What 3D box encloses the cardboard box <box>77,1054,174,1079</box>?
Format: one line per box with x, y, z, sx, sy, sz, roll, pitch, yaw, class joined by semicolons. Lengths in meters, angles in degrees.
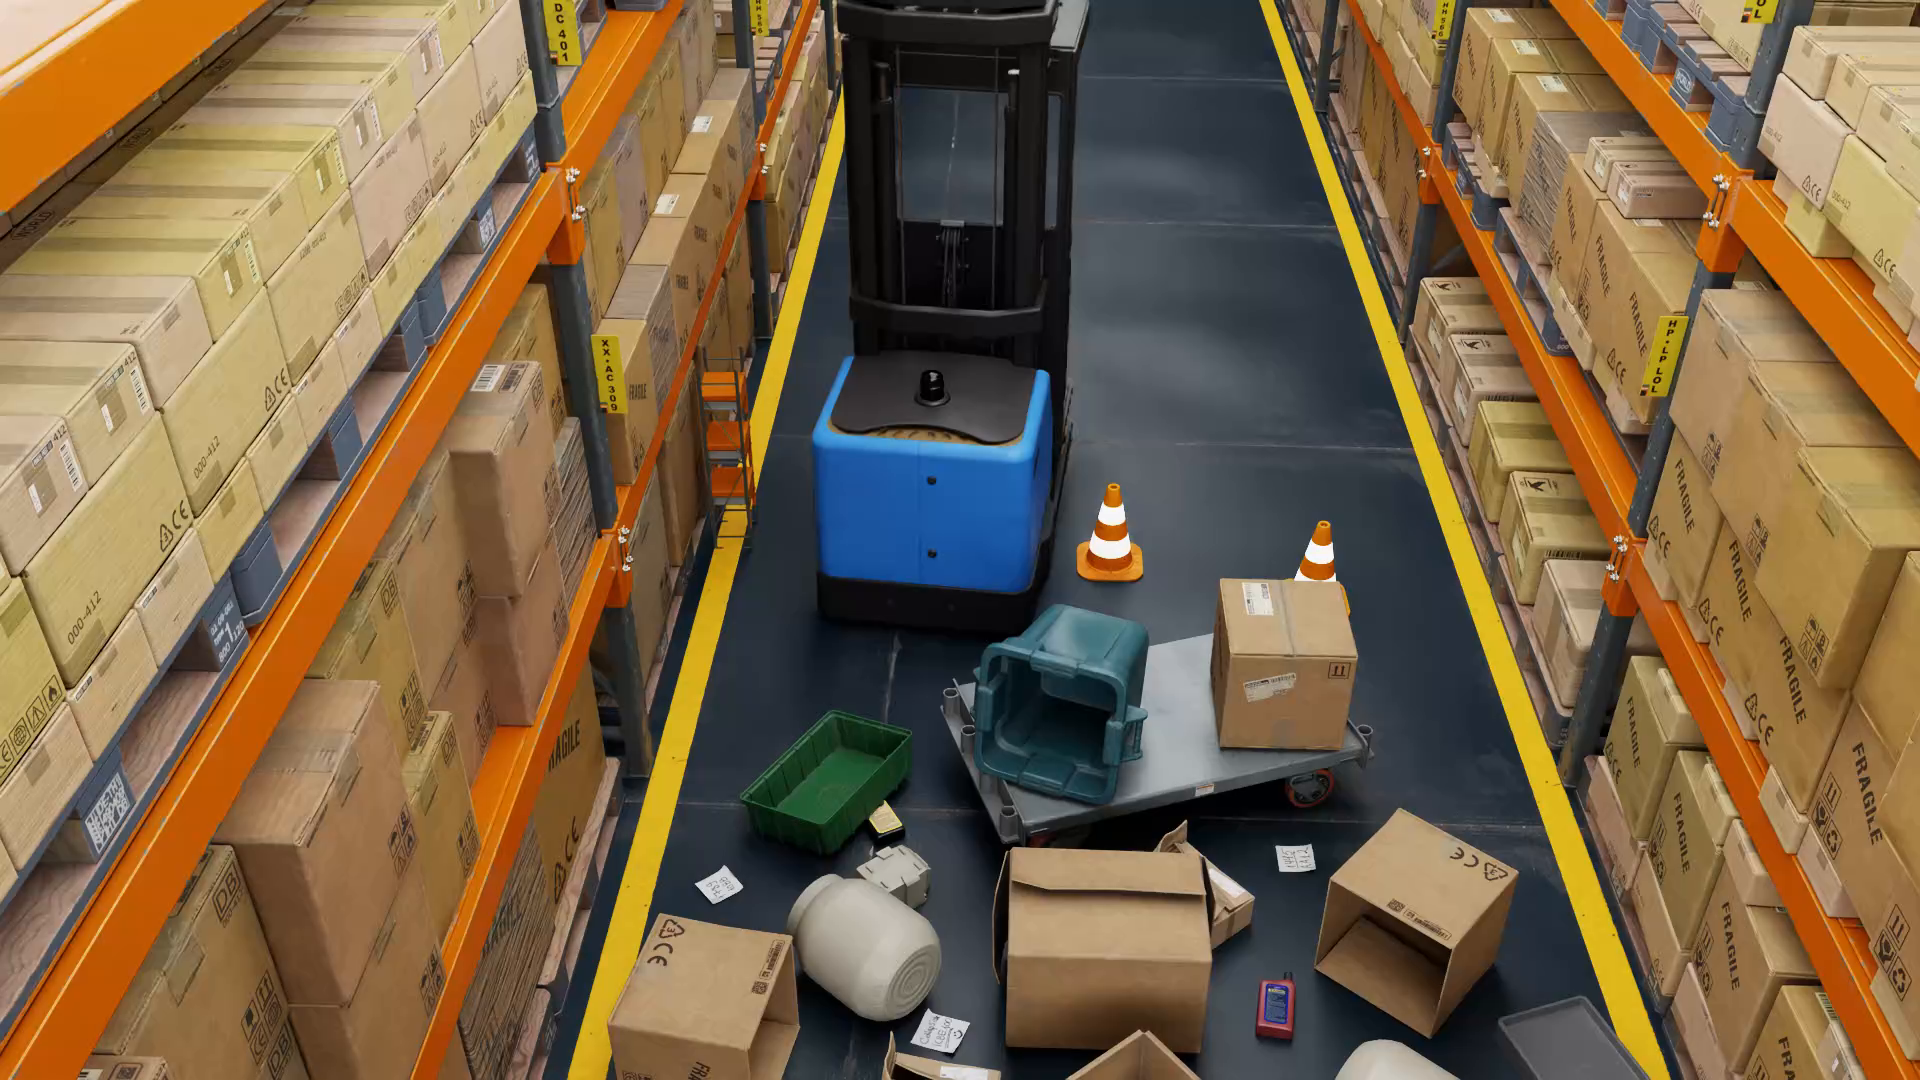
-1.953;1.348;3.100;0.875;0.550;0.550;1;35;2;cardboard box

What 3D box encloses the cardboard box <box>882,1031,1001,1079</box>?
-0.075;1.914;5.742;0.396;0.266;0.258;7;36;10;cardboard box

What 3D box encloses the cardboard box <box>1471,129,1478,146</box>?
3.021;-2.202;9.073;0.380;0.149;0.250;-1;35;-1;cardboard box

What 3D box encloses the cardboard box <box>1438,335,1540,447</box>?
3.210;-0.825;9.181;0.950;0.372;0.625;1;35;1;cardboard box

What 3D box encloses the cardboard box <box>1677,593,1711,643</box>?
2.813;0.244;5.958;0.380;0.149;0.250;2;35;3;cardboard box

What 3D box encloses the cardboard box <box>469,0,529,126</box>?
-1.609;-1.446;4.956;0.500;0.250;0.500;1;35;1;cardboard box

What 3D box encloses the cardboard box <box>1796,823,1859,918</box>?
2.728;0.978;4.914;0.380;0.149;0.250;1;35;2;cardboard box

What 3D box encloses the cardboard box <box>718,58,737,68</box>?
-1.466;-2.854;10.002;0.380;0.149;0.250;1;35;1;cardboard box

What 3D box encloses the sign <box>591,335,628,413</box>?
-1.292;-0.609;6.132;0.100;0.325;0.005;1;35;2;sign

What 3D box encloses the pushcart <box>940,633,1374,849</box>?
0.824;0.870;7.129;1.648;0.377;0.936;-10;36;-14;pushcart

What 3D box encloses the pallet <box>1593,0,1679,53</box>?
3.274;-2.277;6.882;1.213;0.211;1.003;1;35;2;pallet

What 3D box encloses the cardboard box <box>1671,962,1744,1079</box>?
2.782;1.719;5.667;0.500;0.250;0.500;1;35;1;cardboard box

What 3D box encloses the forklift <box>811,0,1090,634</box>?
0.034;-1.588;8.407;1.130;2.935;3.031;5;35;7;forklift

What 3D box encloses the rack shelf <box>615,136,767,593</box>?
-1.766;-1.090;8.263;1.077;0.370;4.000;1;35;2;rack shelf

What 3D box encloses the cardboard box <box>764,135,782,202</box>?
-1.416;-2.379;10.629;0.500;0.250;0.500;0;35;0;cardboard box

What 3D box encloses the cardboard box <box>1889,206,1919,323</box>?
2.768;-0.636;4.254;0.500;0.250;0.500;2;35;2;cardboard box

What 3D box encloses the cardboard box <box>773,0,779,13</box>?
-1.415;-3.616;11.086;0.380;0.149;0.250;2;35;3;cardboard box

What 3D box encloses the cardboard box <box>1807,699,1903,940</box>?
2.777;0.773;4.641;0.500;0.500;0.500;2;35;2;cardboard box

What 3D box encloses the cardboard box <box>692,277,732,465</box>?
-1.832;-0.934;9.008;1.050;0.750;0.750;2;35;3;cardboard box

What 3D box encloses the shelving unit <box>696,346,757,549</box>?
-1.176;-0.457;8.433;0.215;1.050;0.252;0;35;0;shelving unit

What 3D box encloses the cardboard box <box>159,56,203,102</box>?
-2.230;-1.259;4.343;0.380;0.149;0.250;1;35;1;cardboard box

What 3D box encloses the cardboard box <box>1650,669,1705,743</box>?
2.746;0.606;6.035;0.380;0.149;0.250;2;35;3;cardboard box

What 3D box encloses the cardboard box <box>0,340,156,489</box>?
-1.643;-0.221;2.865;0.380;0.149;0.250;2;35;2;cardboard box

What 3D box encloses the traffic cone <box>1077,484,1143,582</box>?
0.767;-0.075;8.400;0.336;0.463;0.334;1;35;2;traffic cone

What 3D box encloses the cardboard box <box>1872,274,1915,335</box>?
2.831;-0.693;4.682;0.380;0.149;0.250;2;35;3;cardboard box

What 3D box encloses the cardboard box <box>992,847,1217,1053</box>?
0.513;1.480;6.034;0.797;0.637;0.503;1;35;2;cardboard box

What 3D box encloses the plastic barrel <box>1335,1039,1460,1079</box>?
1.514;1.952;5.550;0.512;0.421;0.421;28;44;33;plastic barrel

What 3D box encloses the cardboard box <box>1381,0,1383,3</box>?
3.068;-3.792;11.178;0.500;0.250;0.500;0;35;0;cardboard box

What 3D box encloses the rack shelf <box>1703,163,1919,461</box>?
3.024;0.038;4.050;1.077;0.370;4.000;1;35;2;rack shelf

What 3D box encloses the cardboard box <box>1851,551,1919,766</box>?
2.850;0.380;4.331;0.700;0.500;0.500;1;35;2;cardboard box

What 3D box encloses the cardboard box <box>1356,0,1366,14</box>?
3.088;-3.875;11.732;0.500;0.250;0.500;1;35;2;cardboard box

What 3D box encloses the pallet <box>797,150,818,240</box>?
-1.601;-2.540;12.126;1.003;0.211;1.213;1;35;2;pallet

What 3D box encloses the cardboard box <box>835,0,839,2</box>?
-1.248;-4.760;14.715;0.380;0.149;0.250;3;35;4;cardboard box

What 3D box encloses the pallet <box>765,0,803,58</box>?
-1.647;-3.593;11.366;1.003;0.211;1.213;1;35;2;pallet

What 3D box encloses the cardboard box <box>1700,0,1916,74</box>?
2.983;-1.855;5.883;0.500;0.250;0.500;1;35;1;cardboard box

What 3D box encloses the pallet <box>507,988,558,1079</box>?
-2.001;2.044;5.604;1.003;0.211;1.213;1;35;2;pallet

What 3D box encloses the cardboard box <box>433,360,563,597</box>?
-1.801;-0.208;5.314;0.875;0.550;0.550;1;35;2;cardboard box

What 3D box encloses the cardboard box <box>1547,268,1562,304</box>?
2.904;-1.135;7.556;0.380;0.149;0.250;1;35;2;cardboard box

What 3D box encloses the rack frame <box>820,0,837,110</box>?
-1.525;-4.831;12.961;1.000;3.000;0.127;1;35;2;rack frame

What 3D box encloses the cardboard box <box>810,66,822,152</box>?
-1.324;-3.254;12.526;0.500;0.500;0.500;1;35;1;cardboard box

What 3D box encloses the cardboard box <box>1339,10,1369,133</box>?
3.480;-3.719;12.862;0.875;0.875;0.875;2;35;3;cardboard box

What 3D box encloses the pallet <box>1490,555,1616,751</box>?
3.134;0.515;7.779;1.003;0.211;1.213;1;35;2;pallet

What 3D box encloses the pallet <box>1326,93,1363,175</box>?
3.470;-3.189;13.050;1.003;0.211;1.213;1;35;2;pallet

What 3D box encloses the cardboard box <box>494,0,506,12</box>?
-1.542;-1.681;4.943;0.380;0.149;0.250;1;35;1;cardboard box

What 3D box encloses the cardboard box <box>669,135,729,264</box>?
-1.477;-1.735;8.469;0.500;0.500;0.500;1;35;1;cardboard box

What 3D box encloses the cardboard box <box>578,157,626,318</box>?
-1.813;-1.266;6.931;0.700;0.500;0.500;1;35;1;cardboard box

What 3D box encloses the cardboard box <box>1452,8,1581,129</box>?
3.015;-2.558;9.016;0.500;0.500;0.500;0;35;1;cardboard box

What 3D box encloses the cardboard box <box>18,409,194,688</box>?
-1.712;0.000;2.898;0.500;0.250;0.500;1;35;1;cardboard box

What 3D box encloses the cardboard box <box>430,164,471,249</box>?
-1.570;-0.915;4.547;0.380;0.149;0.250;1;35;2;cardboard box

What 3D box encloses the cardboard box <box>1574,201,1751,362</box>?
2.912;-1.069;6.897;0.500;0.500;0.500;2;35;2;cardboard box

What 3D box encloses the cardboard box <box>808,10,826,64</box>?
-1.302;-3.853;12.726;0.500;0.250;0.500;0;35;1;cardboard box

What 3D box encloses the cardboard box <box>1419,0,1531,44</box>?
3.024;-3.230;9.726;0.500;0.500;0.500;0;35;1;cardboard box

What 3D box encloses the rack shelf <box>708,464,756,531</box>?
-1.176;-0.221;8.599;0.215;0.259;0.240;0;35;0;rack shelf

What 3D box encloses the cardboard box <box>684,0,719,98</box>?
-1.713;-2.725;9.008;0.700;0.500;0.500;1;35;2;cardboard box

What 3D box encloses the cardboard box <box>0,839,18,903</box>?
-1.673;0.537;2.481;0.380;0.149;0.250;2;35;2;cardboard box

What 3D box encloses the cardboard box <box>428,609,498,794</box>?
-1.988;0.540;5.188;0.875;0.550;0.550;1;35;2;cardboard box

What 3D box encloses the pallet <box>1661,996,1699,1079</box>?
3.066;2.052;5.593;1.003;0.211;1.213;1;35;2;pallet

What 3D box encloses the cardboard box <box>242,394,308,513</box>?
-1.622;-0.188;3.513;0.380;0.149;0.250;1;35;2;cardboard box

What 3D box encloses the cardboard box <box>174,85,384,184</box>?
-1.594;-0.956;3.911;0.380;0.149;0.250;1;35;1;cardboard box
